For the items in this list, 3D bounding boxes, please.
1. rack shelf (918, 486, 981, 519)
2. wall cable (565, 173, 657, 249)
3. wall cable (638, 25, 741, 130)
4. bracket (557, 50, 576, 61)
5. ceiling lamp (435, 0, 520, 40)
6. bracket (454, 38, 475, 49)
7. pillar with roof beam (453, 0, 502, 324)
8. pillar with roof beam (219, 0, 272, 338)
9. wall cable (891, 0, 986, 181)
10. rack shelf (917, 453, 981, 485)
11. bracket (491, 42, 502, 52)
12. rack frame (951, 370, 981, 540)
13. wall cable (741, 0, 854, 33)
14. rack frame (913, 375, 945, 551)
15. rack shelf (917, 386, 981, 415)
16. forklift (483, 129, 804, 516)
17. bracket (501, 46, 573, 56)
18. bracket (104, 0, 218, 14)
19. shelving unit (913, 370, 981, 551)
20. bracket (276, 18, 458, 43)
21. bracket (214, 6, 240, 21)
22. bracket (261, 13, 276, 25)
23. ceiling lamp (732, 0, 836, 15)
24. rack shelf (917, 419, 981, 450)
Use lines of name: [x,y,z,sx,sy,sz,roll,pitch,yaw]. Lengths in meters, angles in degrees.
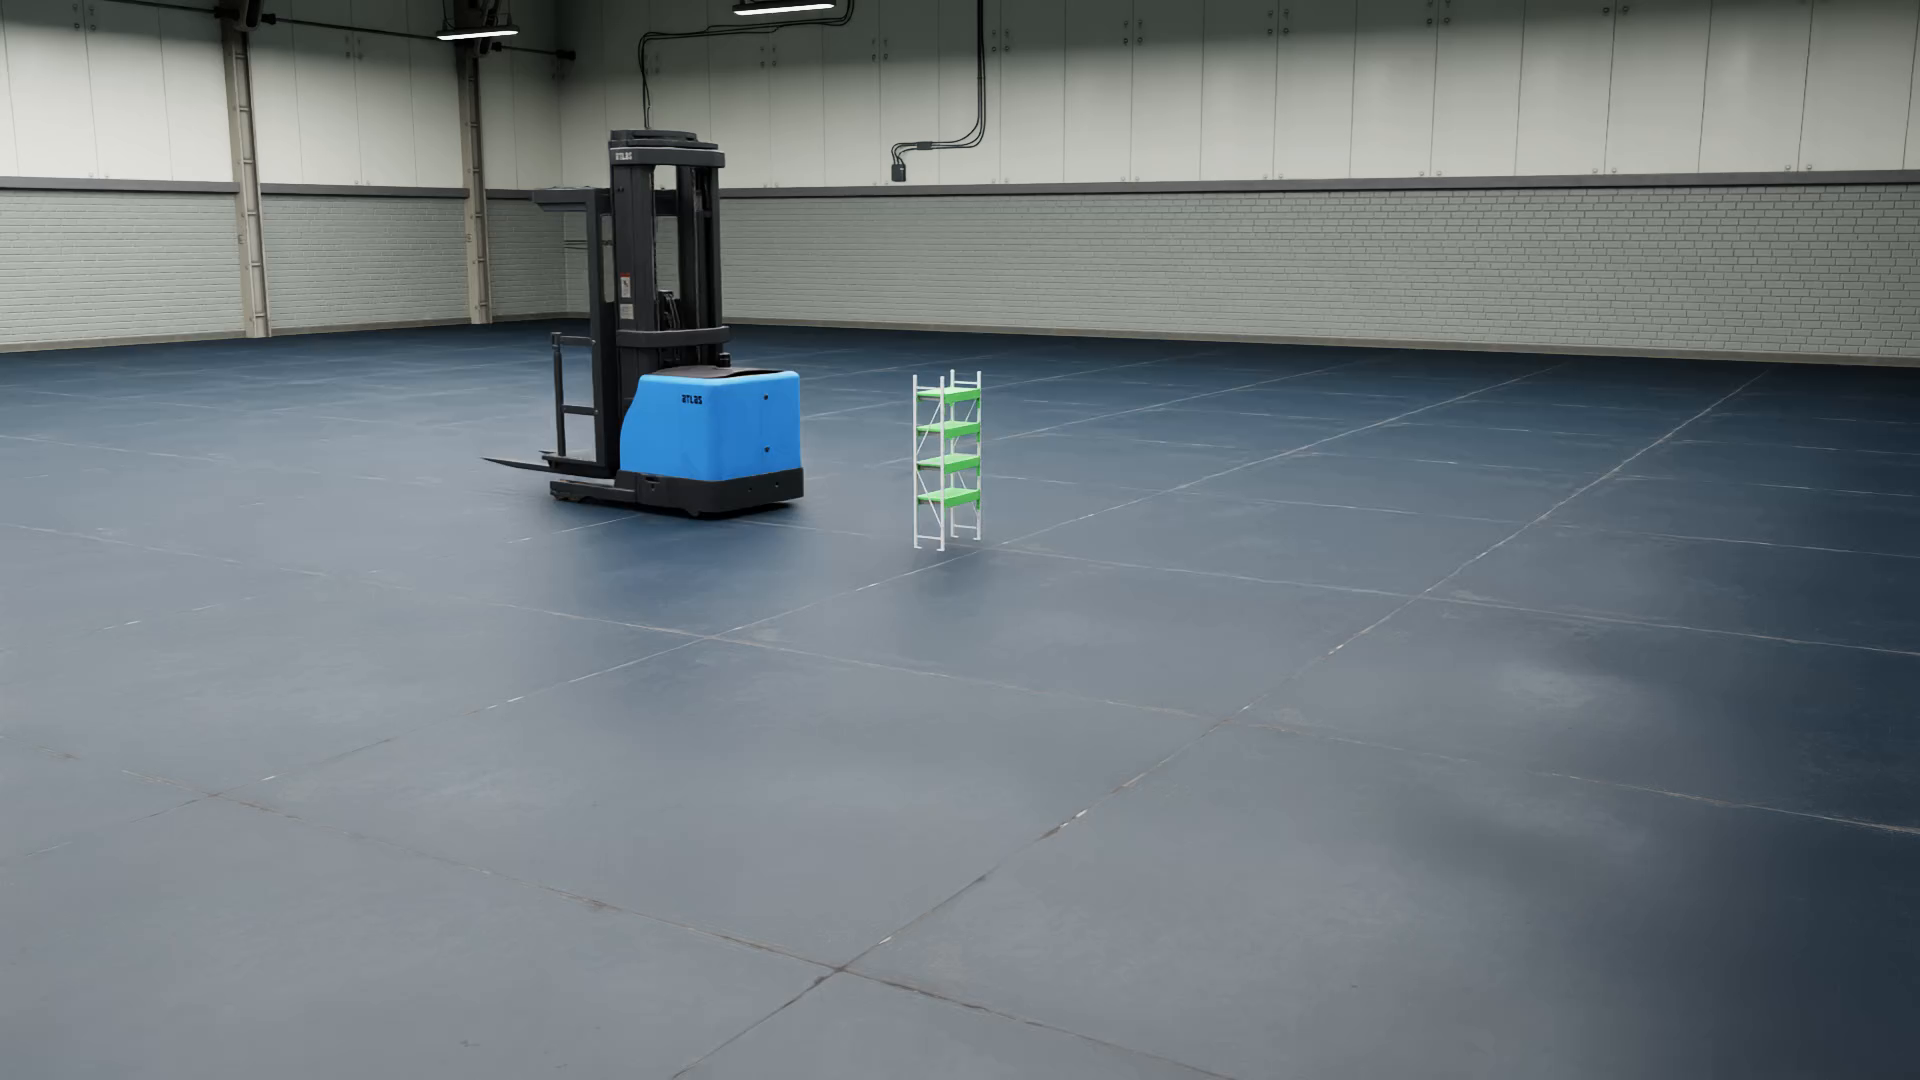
rack shelf: [-0.086,-0.265,11.675,0.258,0.148,0.480,6,12,31]
wall cable: [-8.587,-8.329,40.342,3.097,2.526,0.112,6,12,31]
wall cable: [-6.275,-10.553,38.497,3.097,2.526,0.112,6,12,31]
bracket: [-9.497,-11.692,40.083,0.235,0.232,0.430,6,12,31]
ceiling lamp: [-9.193,-11.326,32.049,2.000,3.185,0.800,6,12,31]
bracket: [-11.159,-11.188,37.395,0.235,0.232,0.430,6,12,31]
pillar with roof beam: [-7.567,-9.107,36.059,9.100,9.000,0.548,6,12,31]
pillar with roof beam: [-10.682,-8.163,31.019,9.100,9.000,0.548,6,12,31]
wall cable: [-0.481,-10.617,34.885,2.305,6.003,0.169,6,12,31]
rack shelf: [-0.086,-0.501,11.631,0.258,0.148,0.480,6,12,31]
bracket: [-10.728,-11.319,38.092,0.235,0.232,0.430,6,12,31]
rack frame: [0.041,-0.602,11.824,0.240,1.200,0.015,6,12,31]
wall cable: [-3.630,-12.493,36.499,3.097,2.526,0.112,6,12,31]
rack frame: [-0.213,-0.525,11.414,0.240,1.200,0.015,6,12,31]
rack shelf: [-0.086,-0.973,11.543,0.258,0.148,0.480,6,12,31]
forklift: [-2.738,-1.813,13.590,3.031,2.935,1.130,8,13,36]
bracket: [-9.804,-11.599,39.587,0.076,0.066,3.189,6,12,31]
bracket: [-15.611,-9.839,30.190,0.076,0.066,4.783,6,12,31]
shelving unit: [-0.086,-0.564,11.619,0.258,1.200,0.503,6,12,31]
bracket: [-12.496,-10.783,35.231,0.076,0.066,4.783,6,12,31]
bracket: [-14.274,-10.245,32.355,0.235,0.232,0.430,6,12,31]
bracket: [-13.843,-10.375,33.052,0.235,0.232,0.430,6,12,31]
ceiling lamp: [-2.877,-10.620,28.278,2.000,3.185,0.800,6,12,31]
rack shelf: [-0.086,-0.737,11.587,0.258,0.148,0.480,6,12,31]
